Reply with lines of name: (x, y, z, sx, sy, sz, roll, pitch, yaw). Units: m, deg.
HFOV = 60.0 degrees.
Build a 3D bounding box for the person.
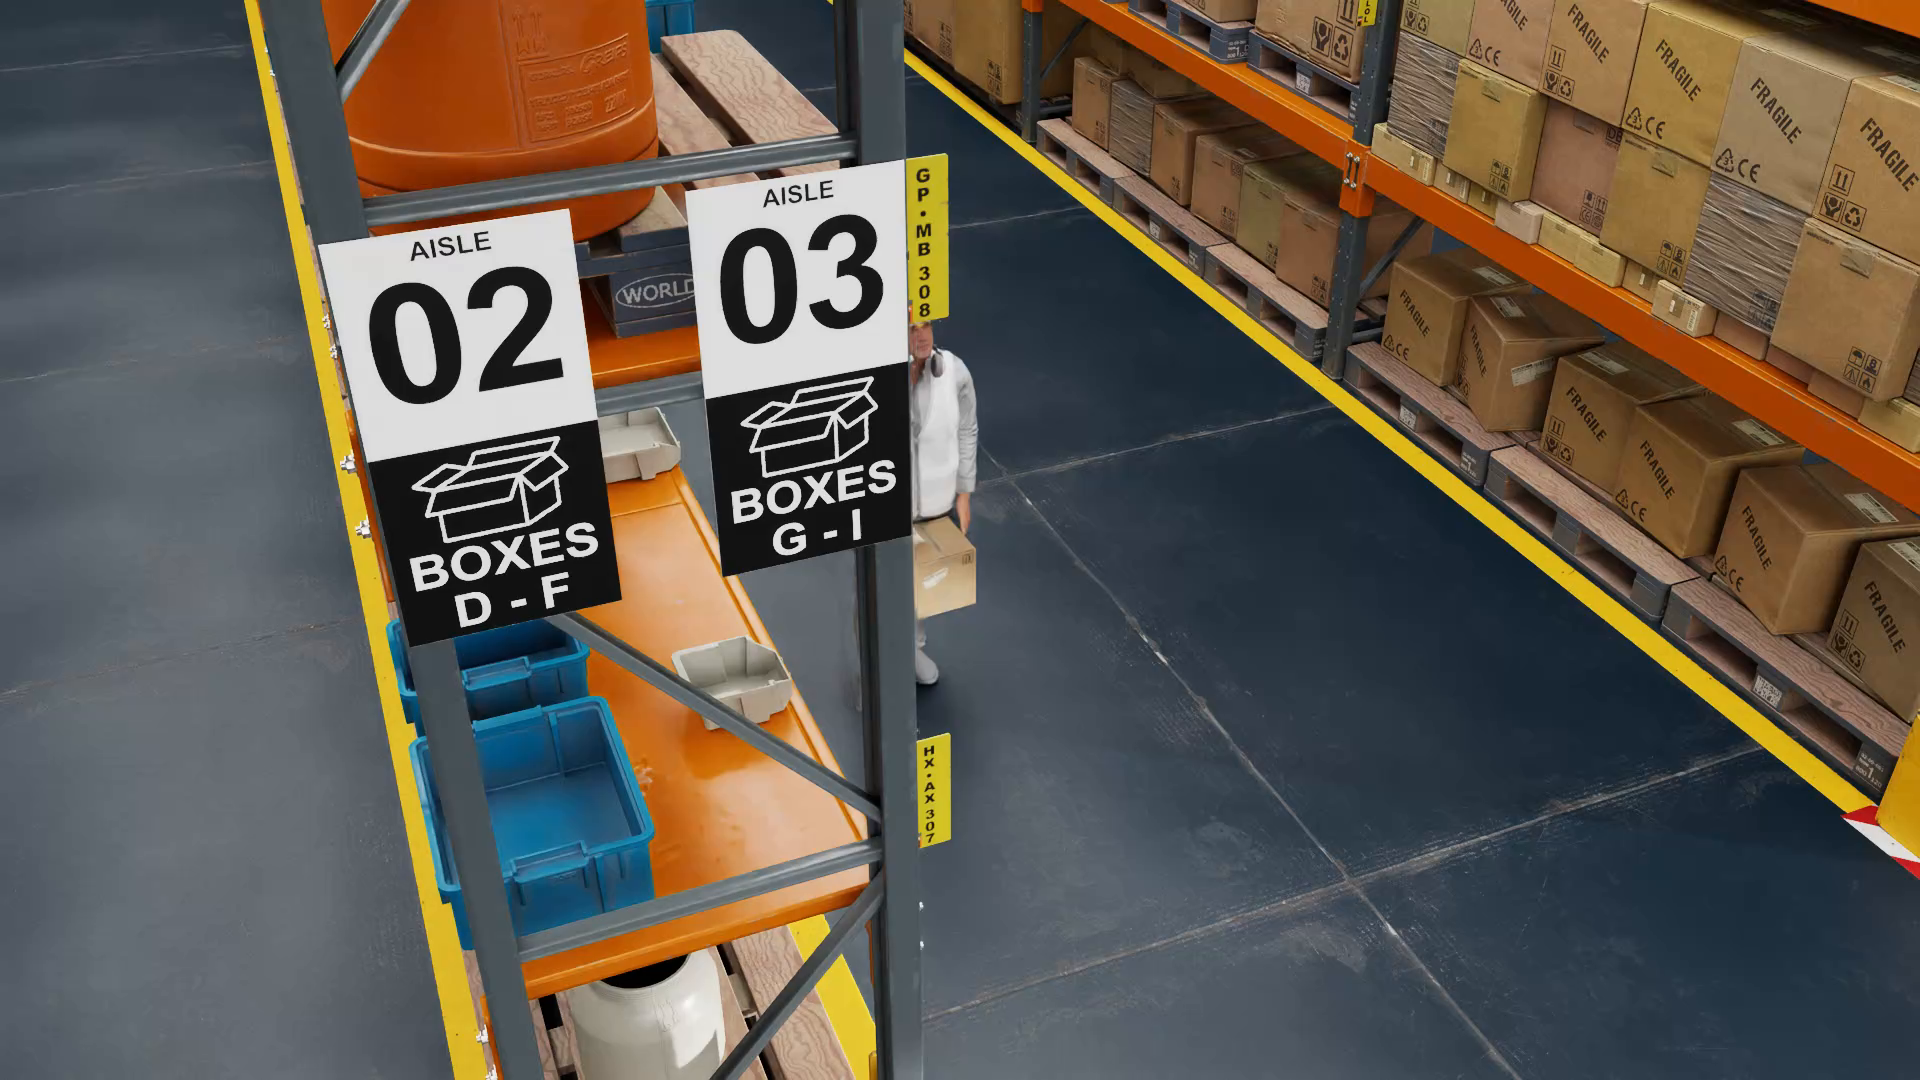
person: (-0.178, -0.121, 6.278, 0.503, 1.767, 0.646, -13, 35, -19)
